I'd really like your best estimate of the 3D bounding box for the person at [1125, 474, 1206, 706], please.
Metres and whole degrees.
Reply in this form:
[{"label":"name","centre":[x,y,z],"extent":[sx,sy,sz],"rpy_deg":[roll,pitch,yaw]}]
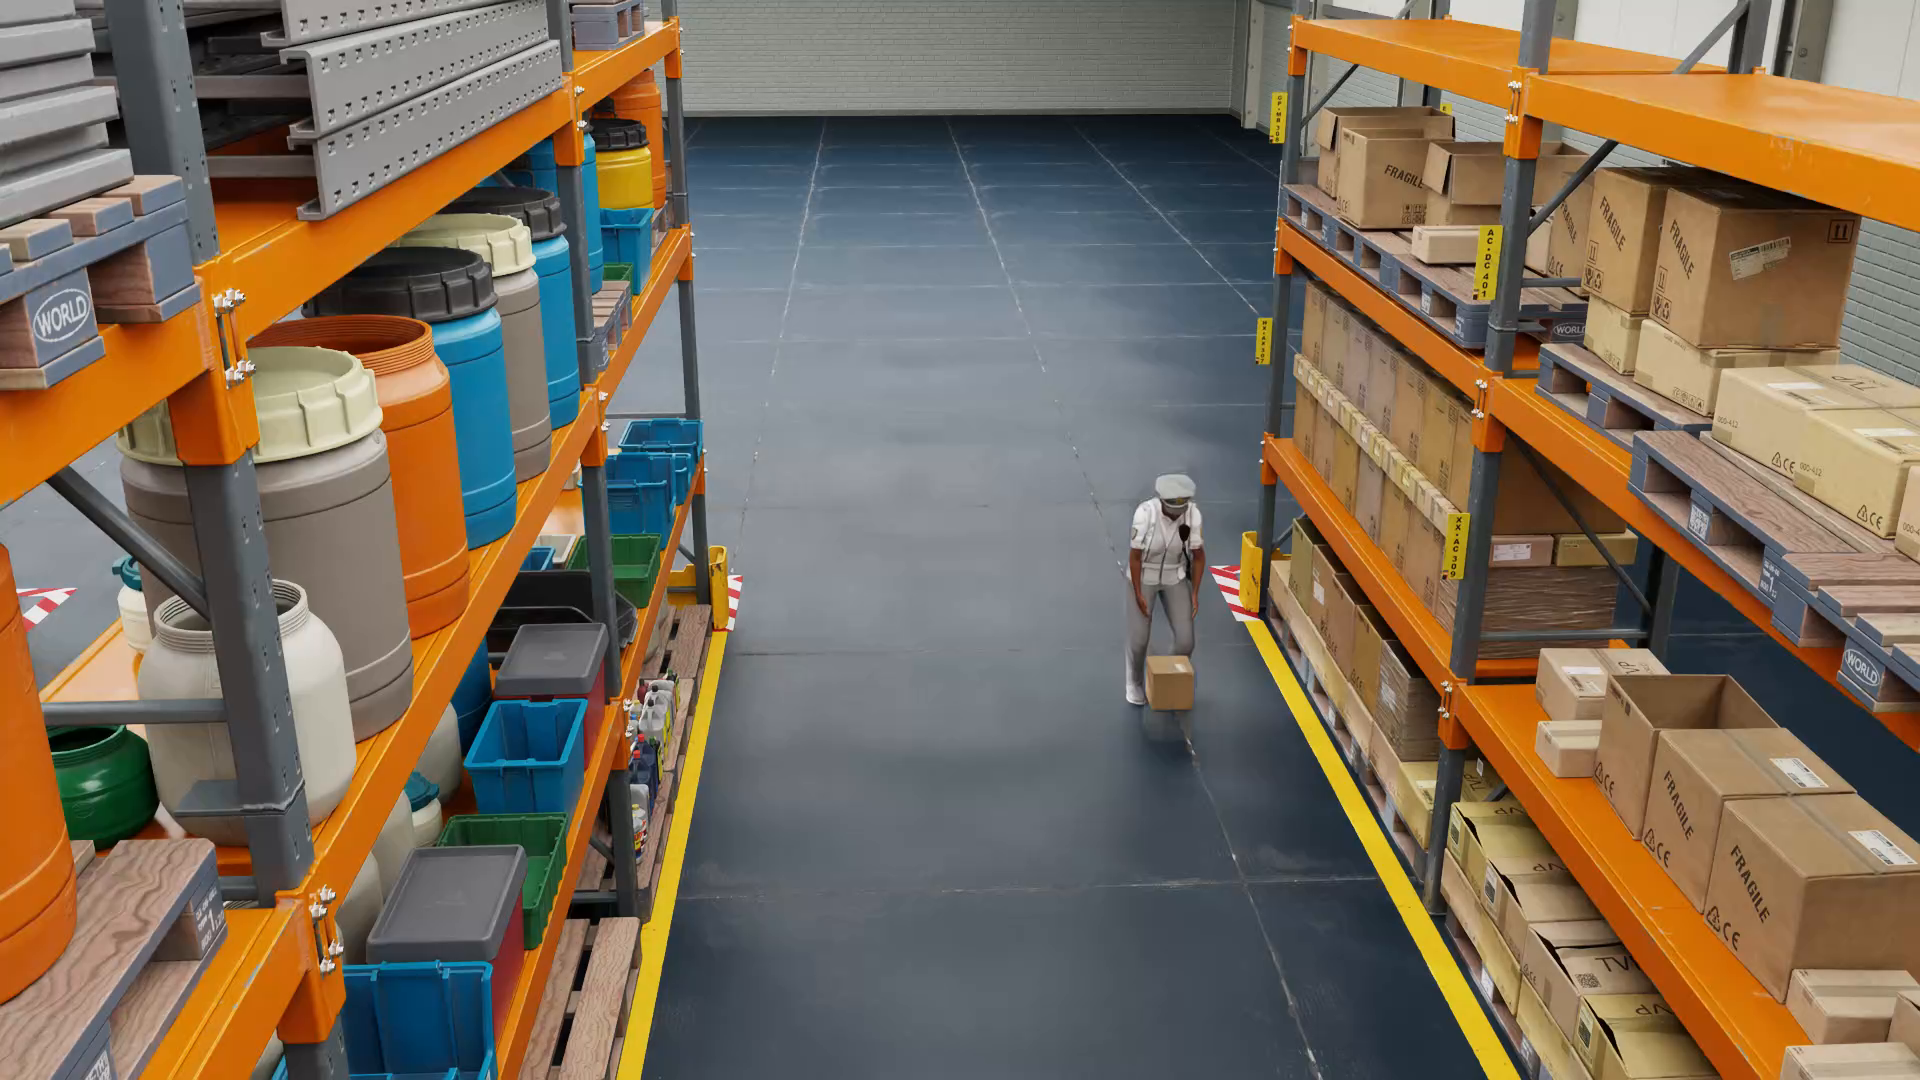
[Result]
[{"label":"person","centre":[1.291,0.302,10.457],"extent":[0.480,1.546,0.563],"rpy_deg":[-1,21,-2]}]
